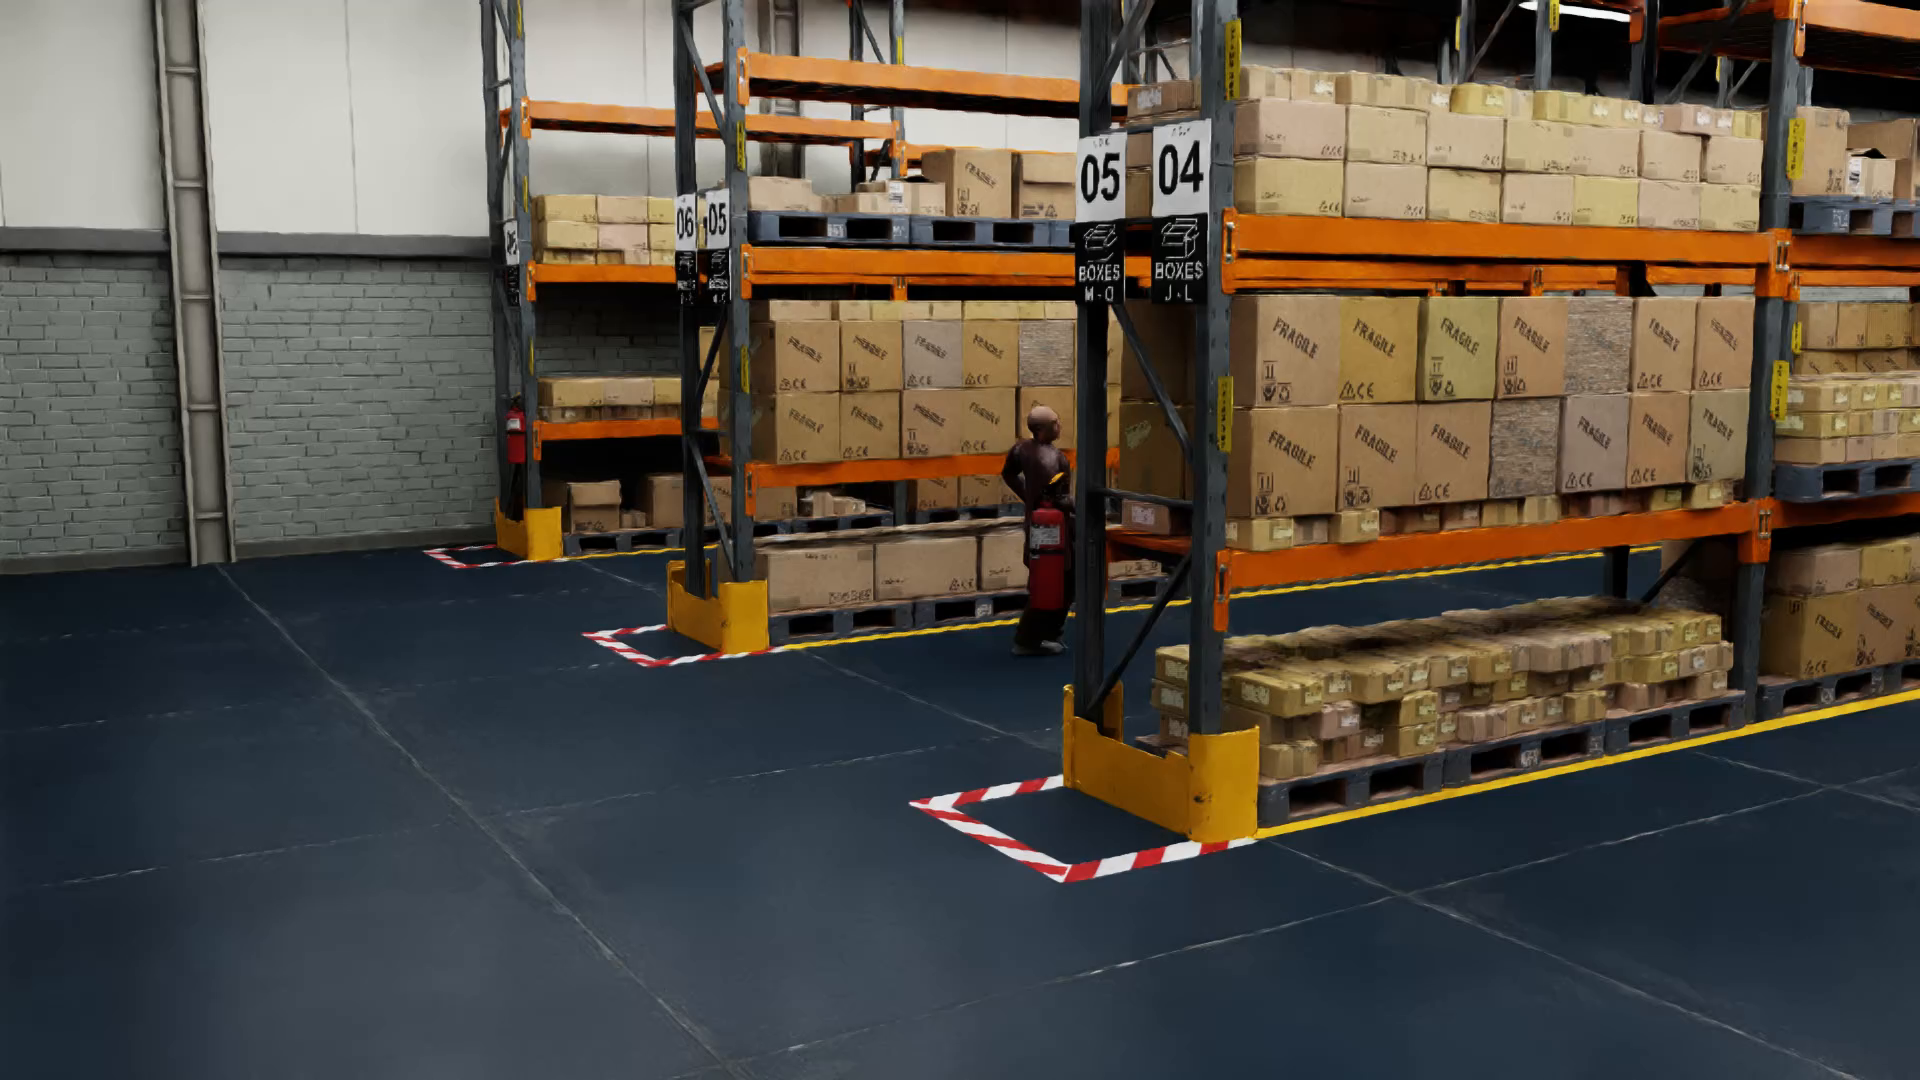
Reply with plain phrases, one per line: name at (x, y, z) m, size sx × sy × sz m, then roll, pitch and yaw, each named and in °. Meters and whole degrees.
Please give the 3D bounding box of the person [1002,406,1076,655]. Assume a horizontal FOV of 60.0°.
person at (0.615, -0.025, 11.319) m, size 0.582 × 1.790 × 0.748 m, roll -1°, pitch 8°, yaw -8°
